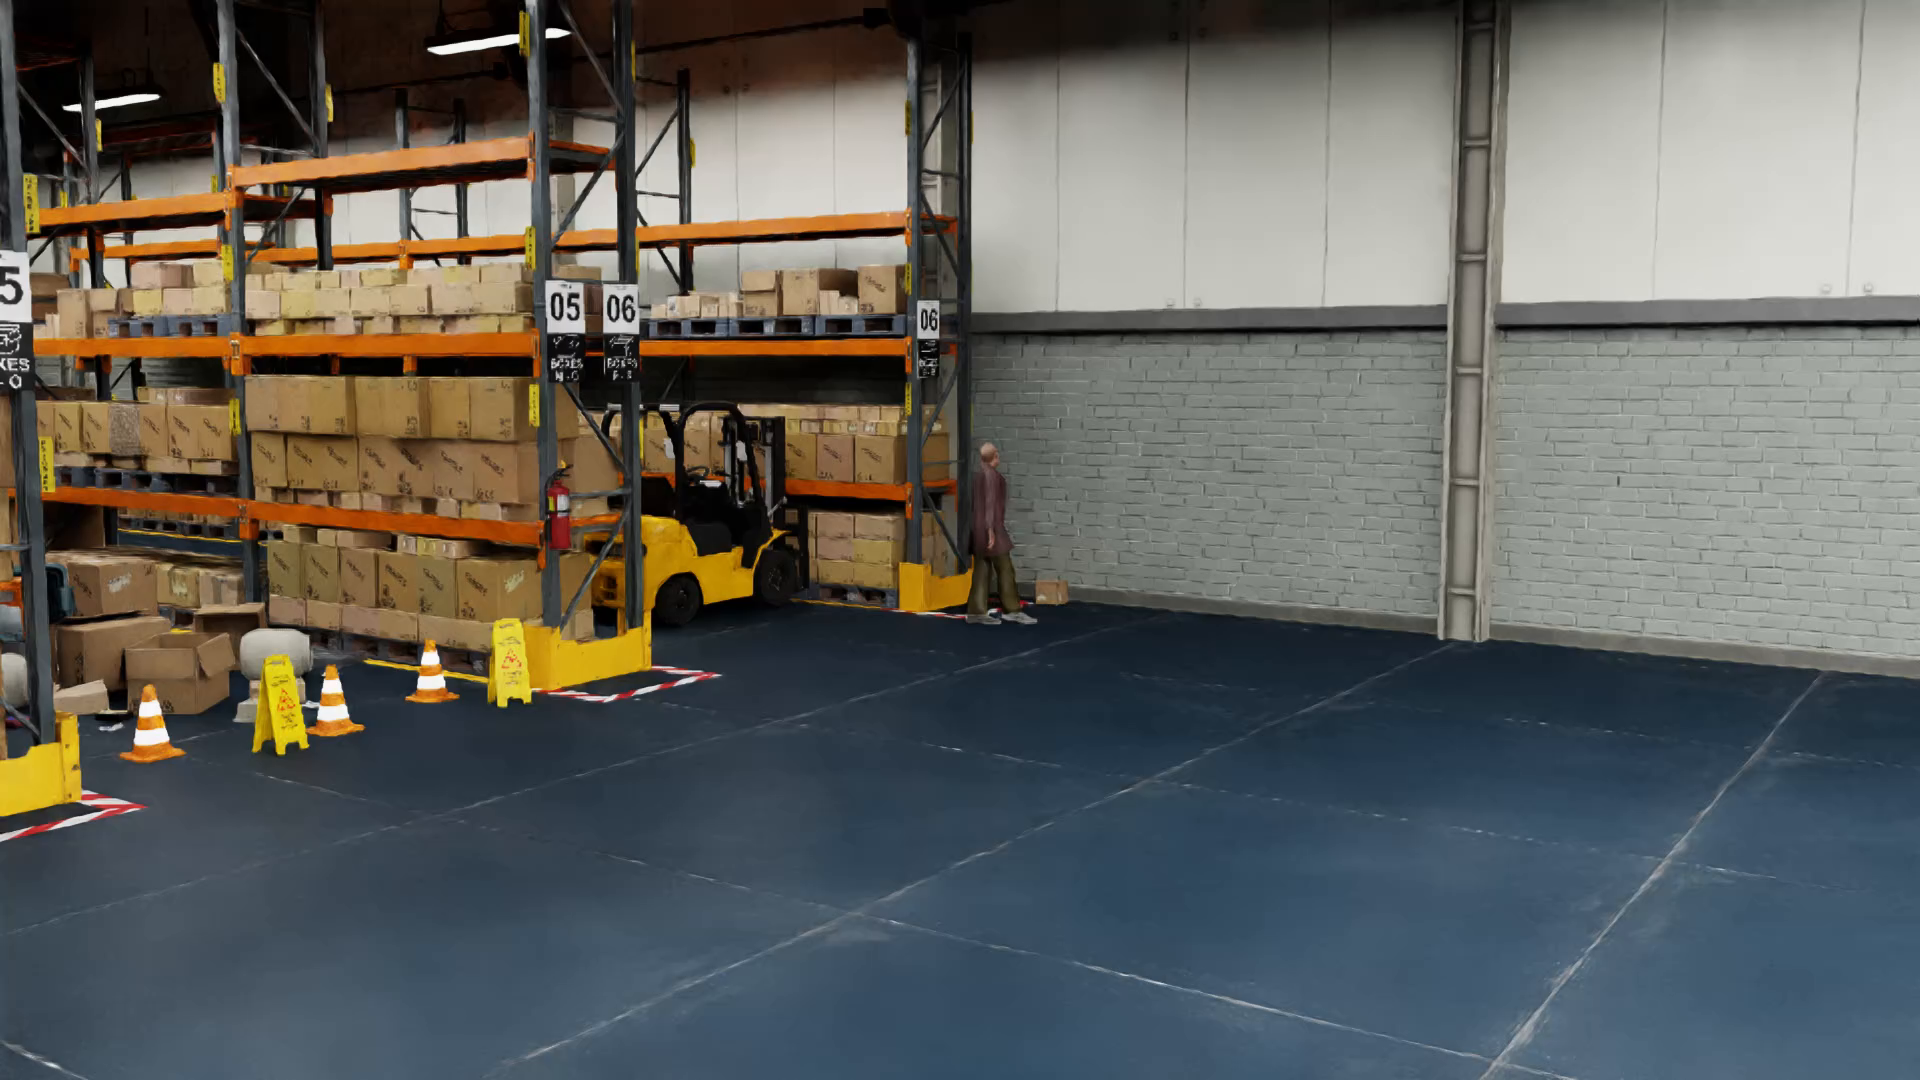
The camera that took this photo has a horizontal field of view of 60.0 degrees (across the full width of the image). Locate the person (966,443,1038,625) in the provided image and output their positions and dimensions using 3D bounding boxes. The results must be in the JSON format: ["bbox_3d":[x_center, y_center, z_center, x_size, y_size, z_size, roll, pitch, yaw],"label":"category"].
[{"bbox_3d":[0.368,-0.063,16.361,0.698,1.771,0.668,-2,6,-17],"label":"person"}]
